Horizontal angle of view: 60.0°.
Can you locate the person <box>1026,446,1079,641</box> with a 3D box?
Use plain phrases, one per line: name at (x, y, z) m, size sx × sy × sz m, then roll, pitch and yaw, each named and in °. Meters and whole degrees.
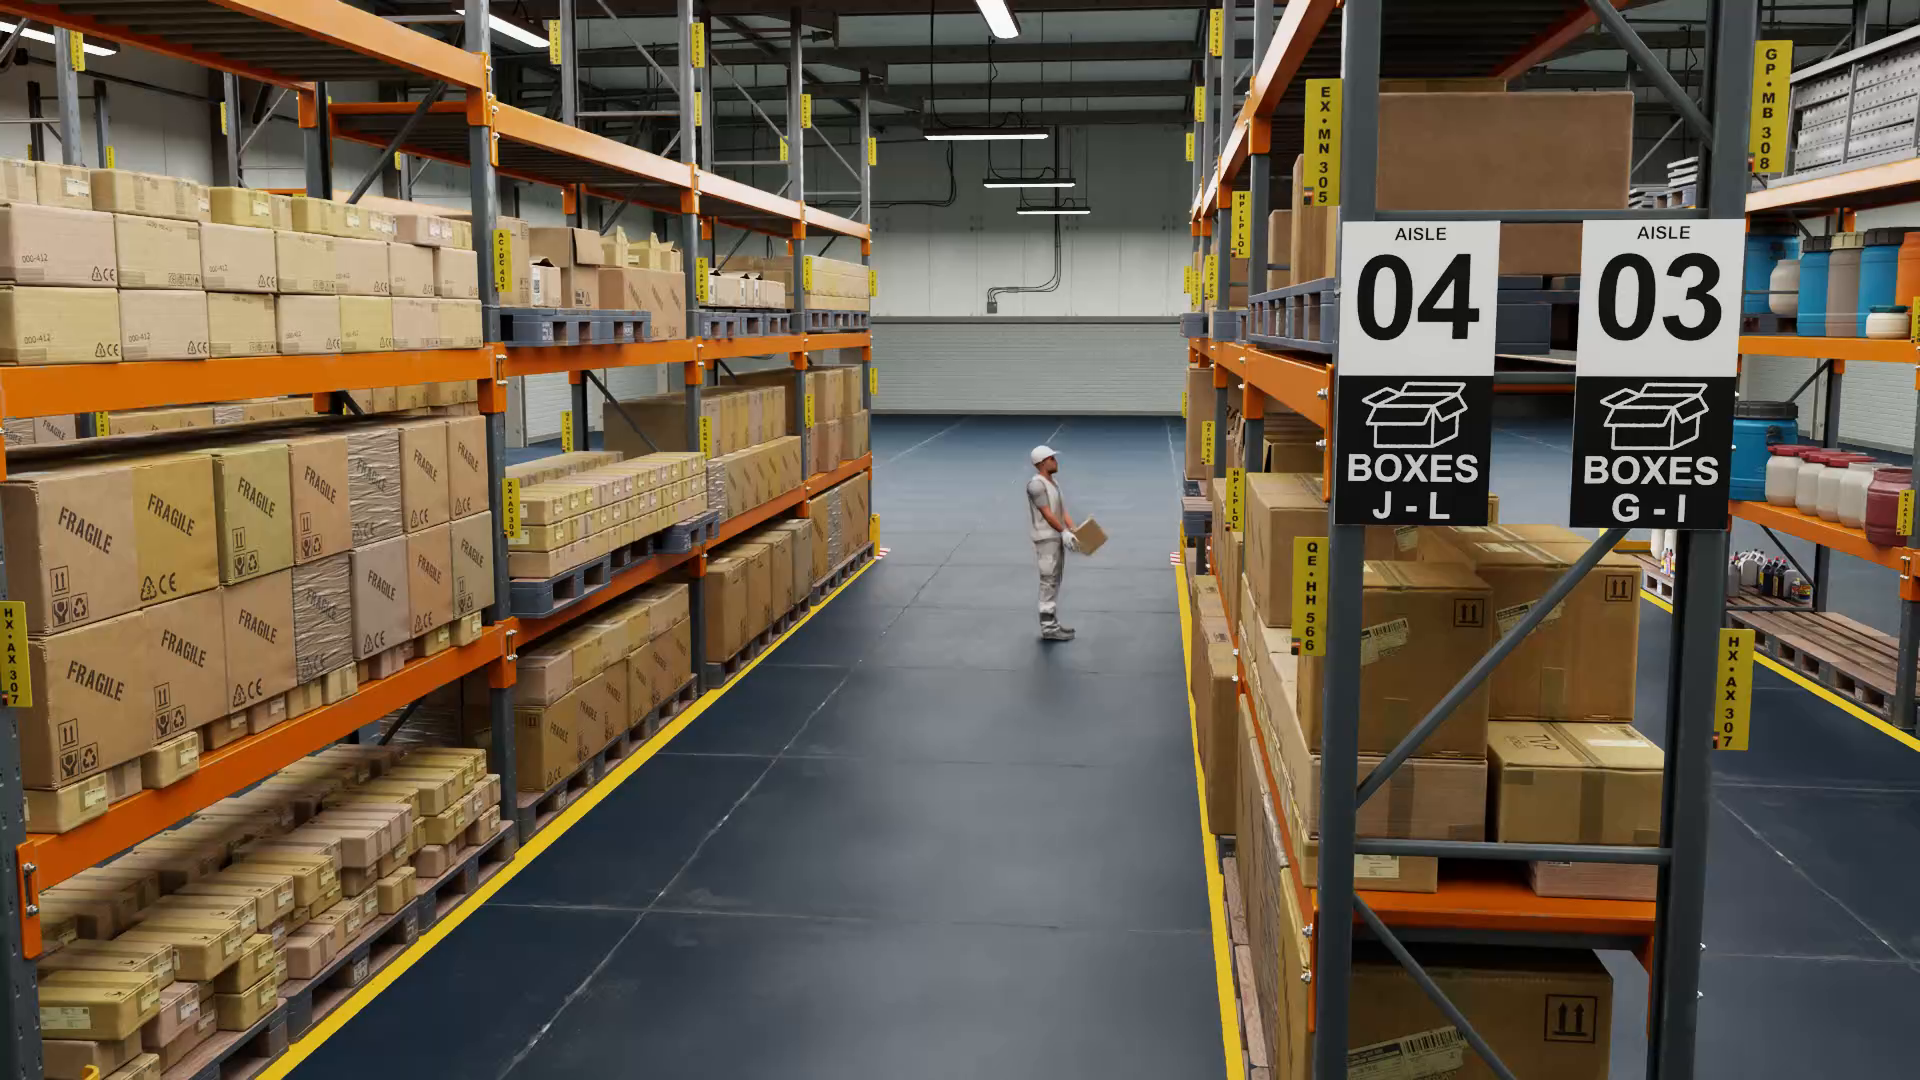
person at (0.908, 0.017, 15.541) m, size 0.527 × 1.793 × 0.514 m, roll 3°, pitch 8°, yaw 21°
